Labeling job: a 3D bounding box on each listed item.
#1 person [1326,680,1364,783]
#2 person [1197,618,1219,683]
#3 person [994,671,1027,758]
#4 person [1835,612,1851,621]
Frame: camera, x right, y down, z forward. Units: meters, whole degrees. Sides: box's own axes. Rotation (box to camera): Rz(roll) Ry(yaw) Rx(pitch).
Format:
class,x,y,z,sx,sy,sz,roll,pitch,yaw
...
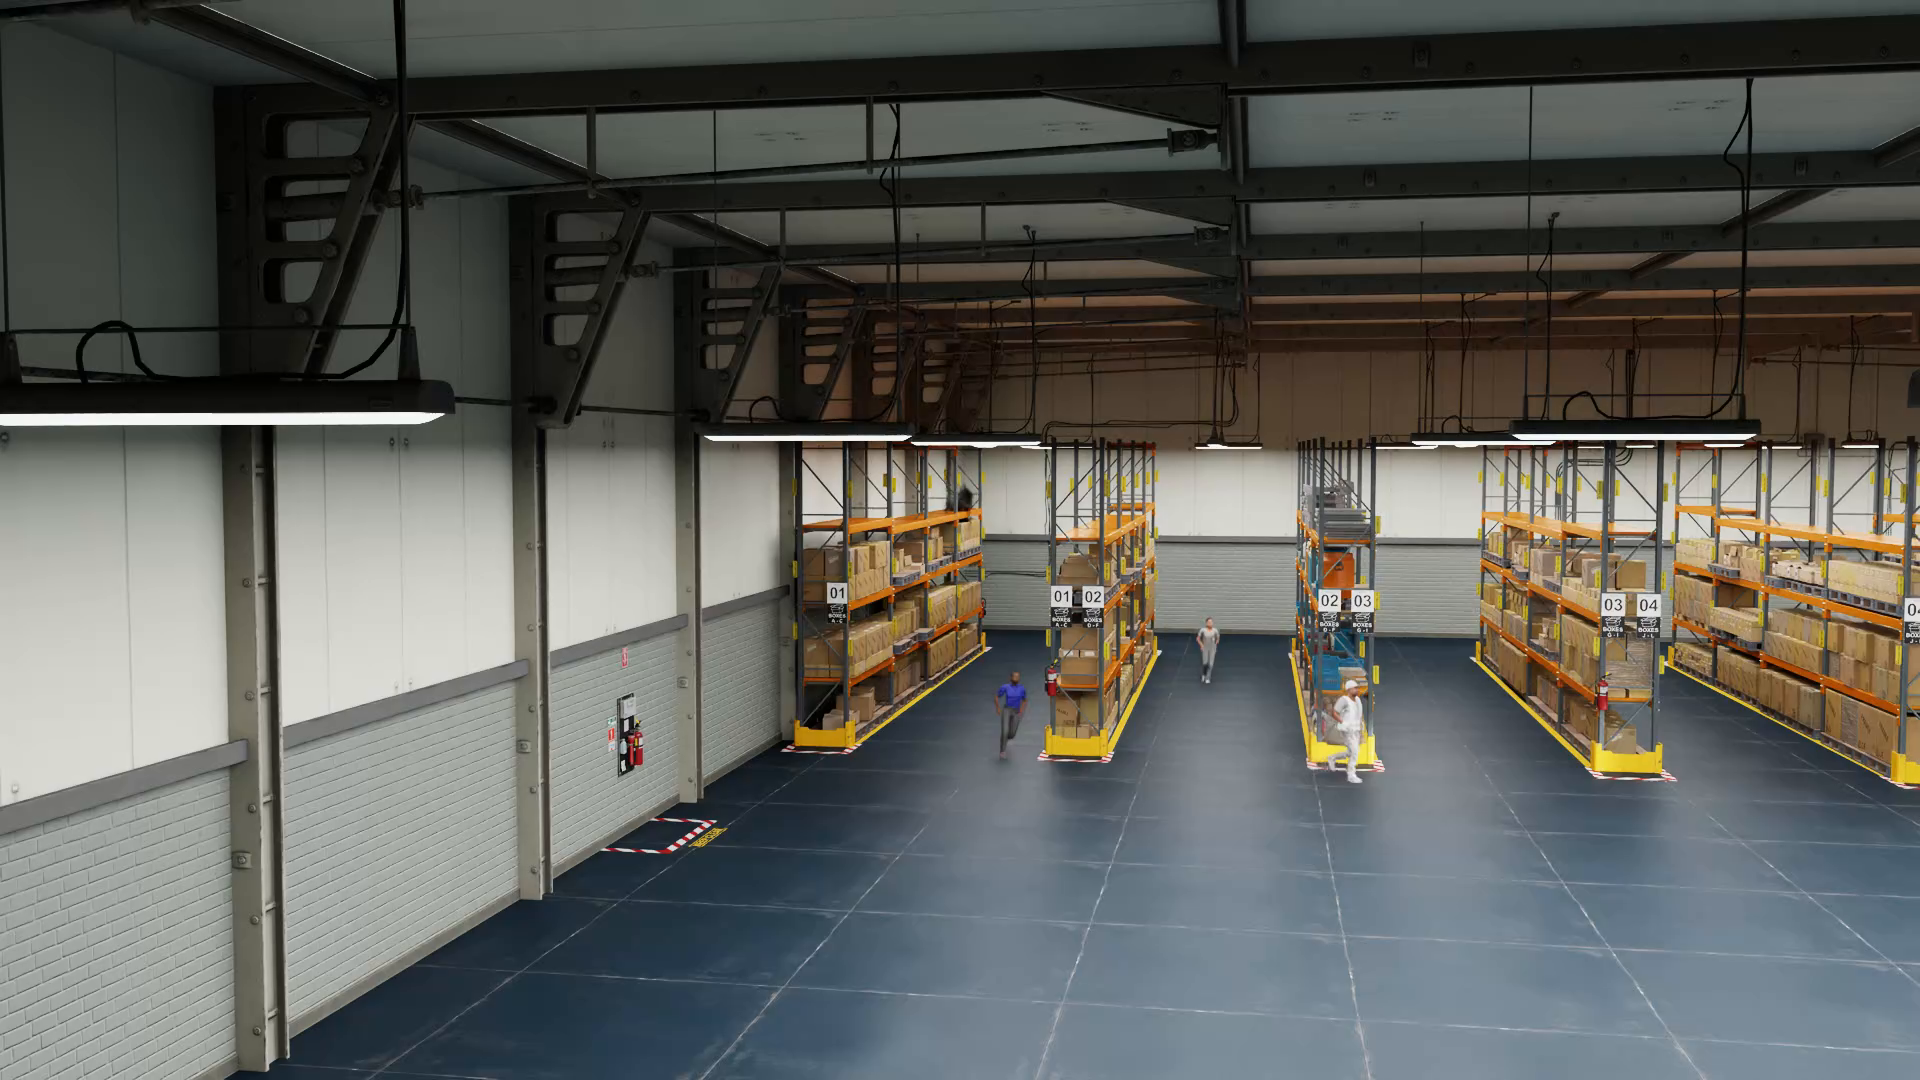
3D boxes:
class,x,y,z,sx,sy,sz,roll,pitch,yaw
person,6.773,3.328,29.114,0.725,1.754,0.772,-3,4,-45
person,6.134,2.728,40.983,0.538,1.628,0.576,0,3,0
person,0.960,3.283,31.394,0.625,1.622,0.574,-1,3,-11
person,24.026,2.468,45.199,0.718,1.752,0.666,1,3,15
